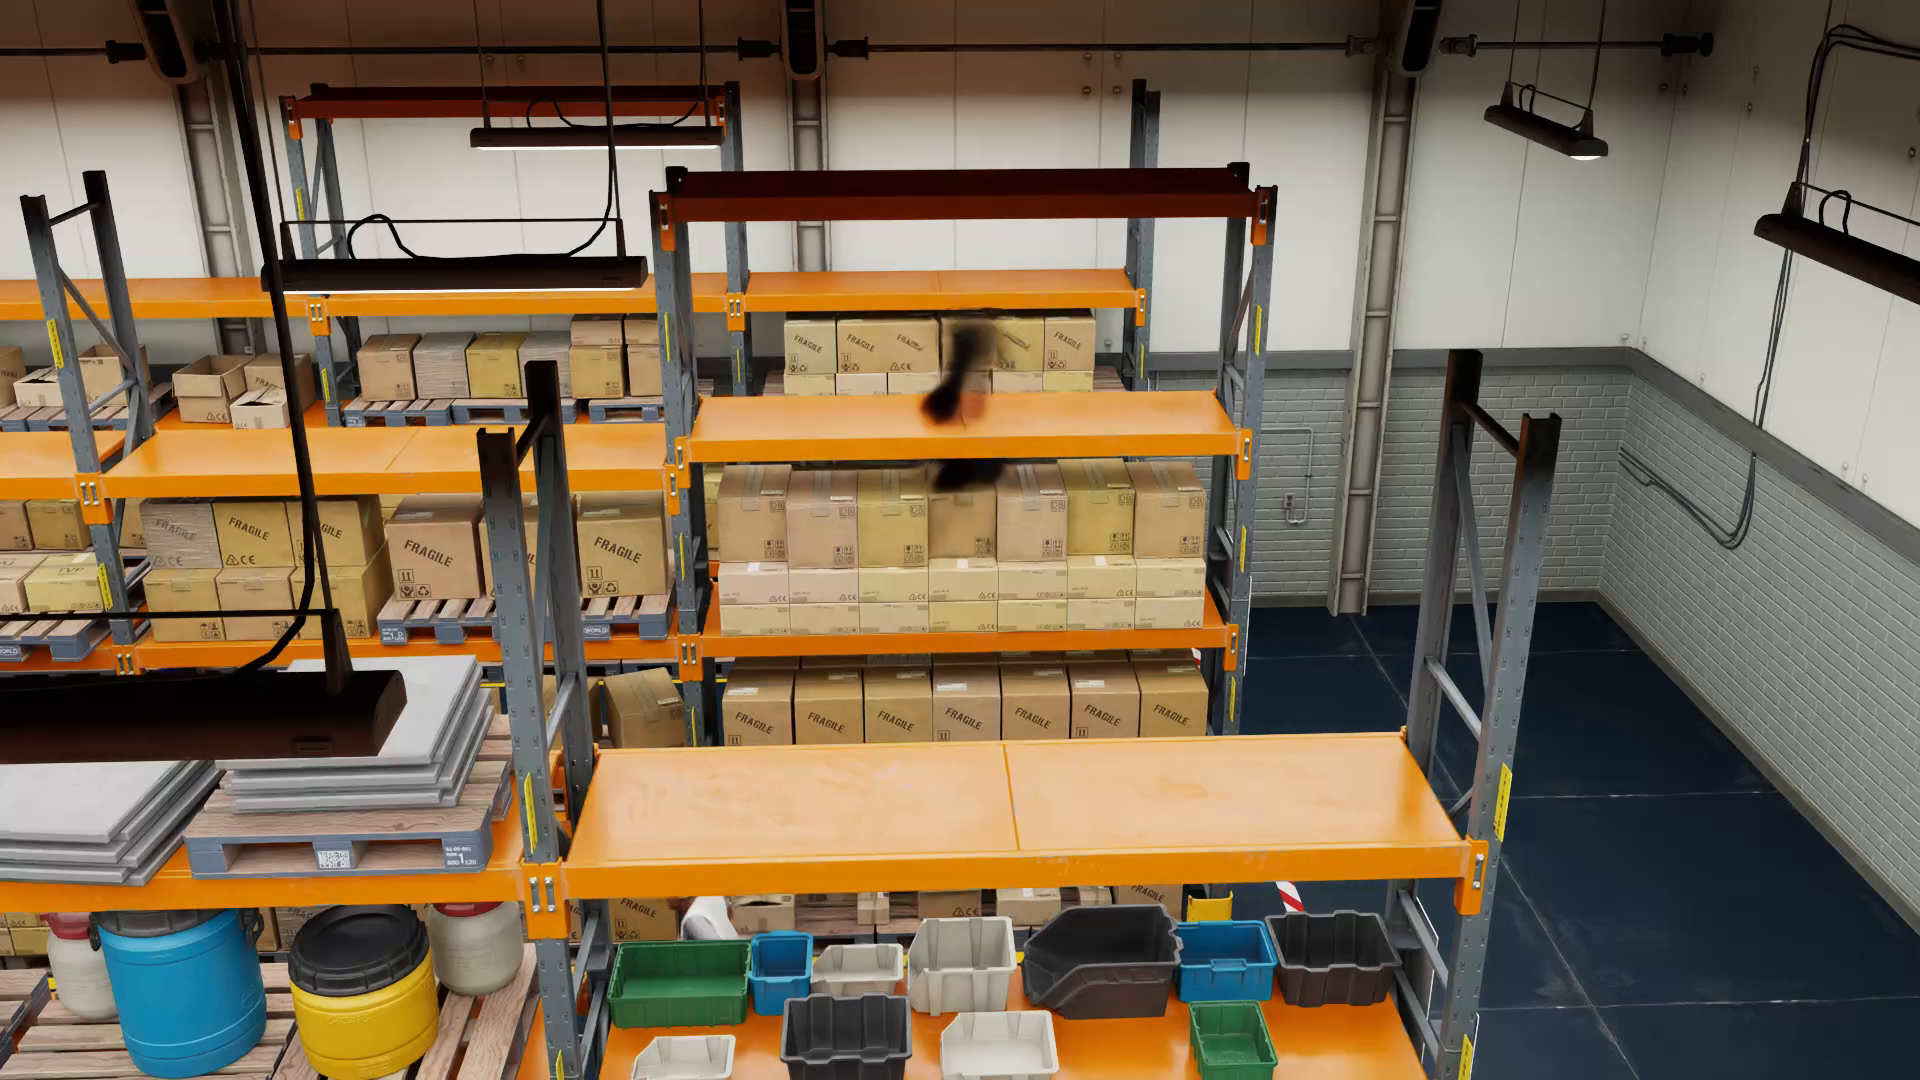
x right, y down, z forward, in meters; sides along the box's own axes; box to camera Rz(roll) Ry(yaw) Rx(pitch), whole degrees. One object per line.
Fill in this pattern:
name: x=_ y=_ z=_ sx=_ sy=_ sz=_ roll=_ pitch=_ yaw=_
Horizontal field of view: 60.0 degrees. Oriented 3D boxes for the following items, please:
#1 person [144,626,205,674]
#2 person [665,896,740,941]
person: x=-7.113 y=1.481 z=15.386 sx=0.893 sy=1.628 sz=0.578 roll=-10 pitch=24 yaw=-23
person: x=-1.540 y=3.022 z=11.497 sx=1.006 sy=1.728 sz=0.698 roll=-2 pitch=22 yaw=-5
